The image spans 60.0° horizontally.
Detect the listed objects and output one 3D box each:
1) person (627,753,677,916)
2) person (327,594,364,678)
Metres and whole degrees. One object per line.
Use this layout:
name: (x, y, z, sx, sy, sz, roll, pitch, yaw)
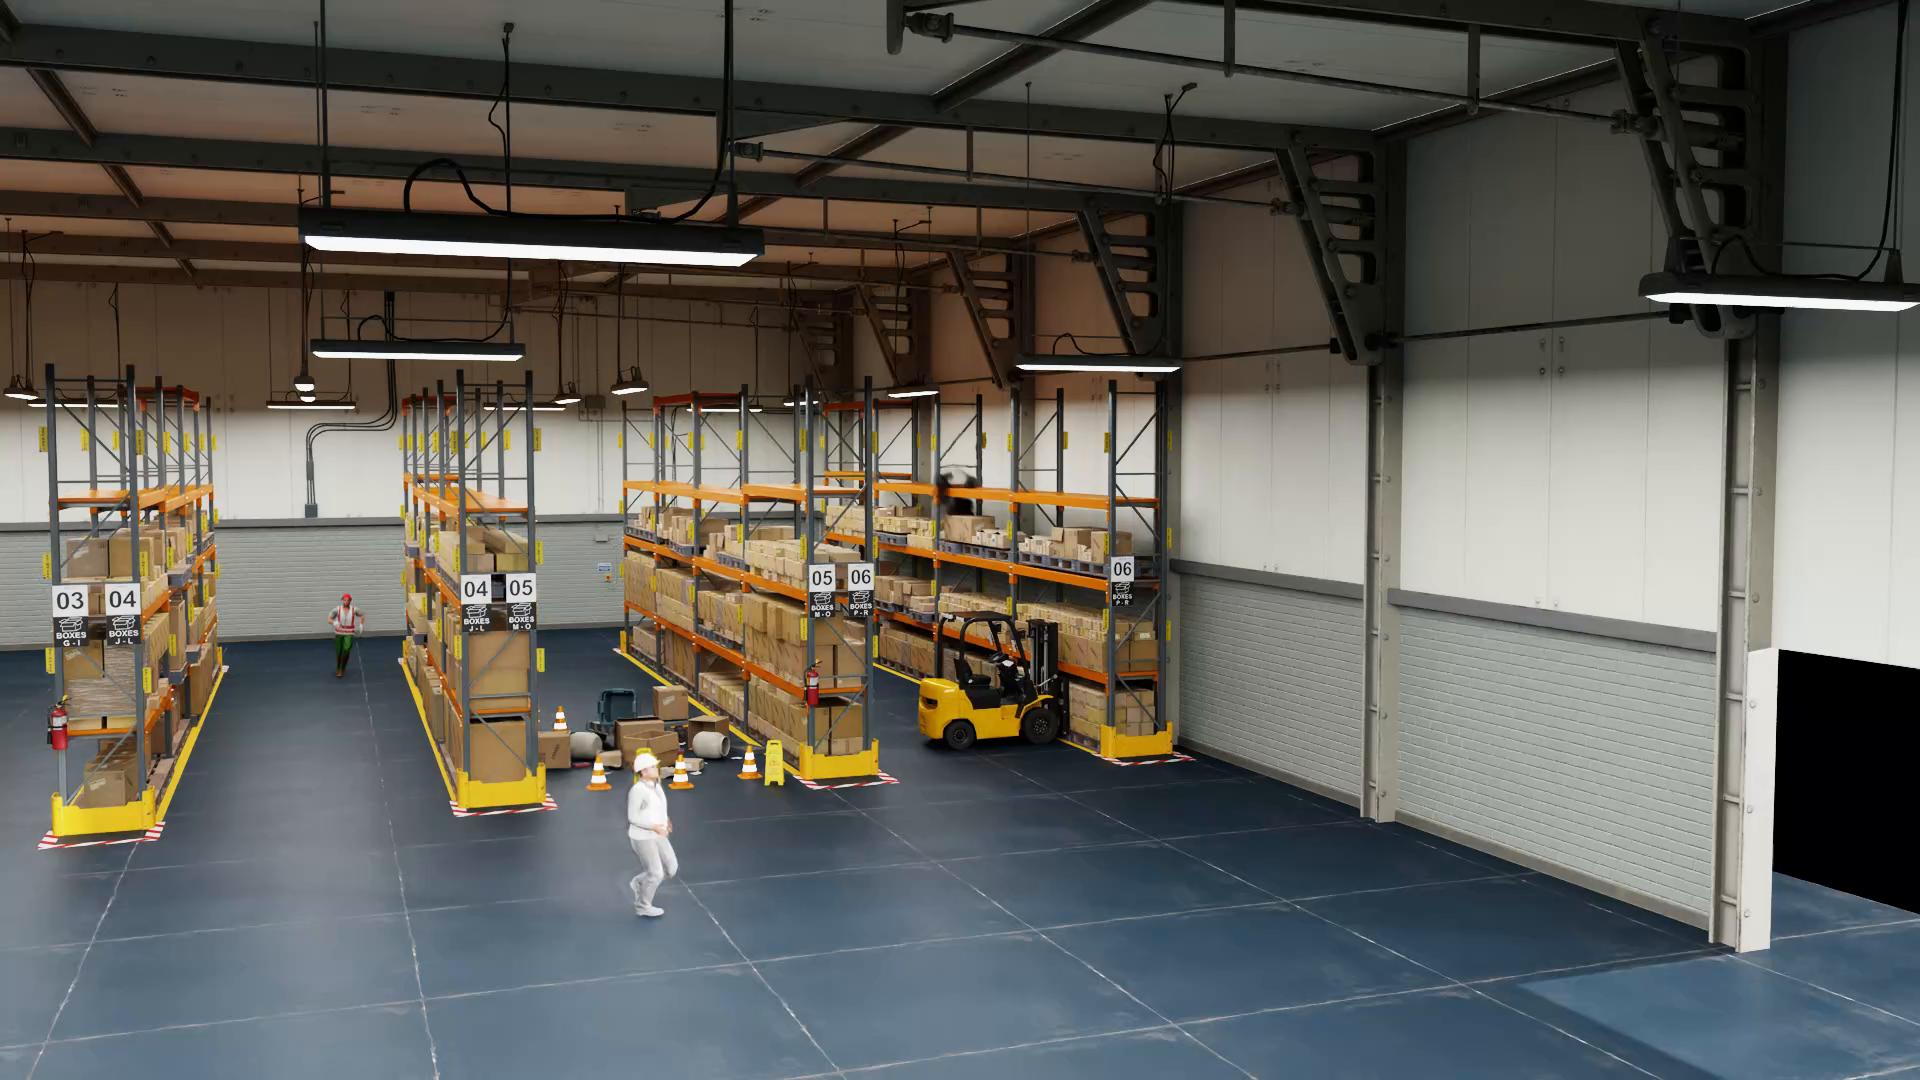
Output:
person: (-3.262, 3.108, 17.541, 0.576, 1.725, 0.638, 1, 3, 14)
person: (-13.186, 2.043, 35.677, 0.719, 1.804, 0.734, -1, 3, -15)
